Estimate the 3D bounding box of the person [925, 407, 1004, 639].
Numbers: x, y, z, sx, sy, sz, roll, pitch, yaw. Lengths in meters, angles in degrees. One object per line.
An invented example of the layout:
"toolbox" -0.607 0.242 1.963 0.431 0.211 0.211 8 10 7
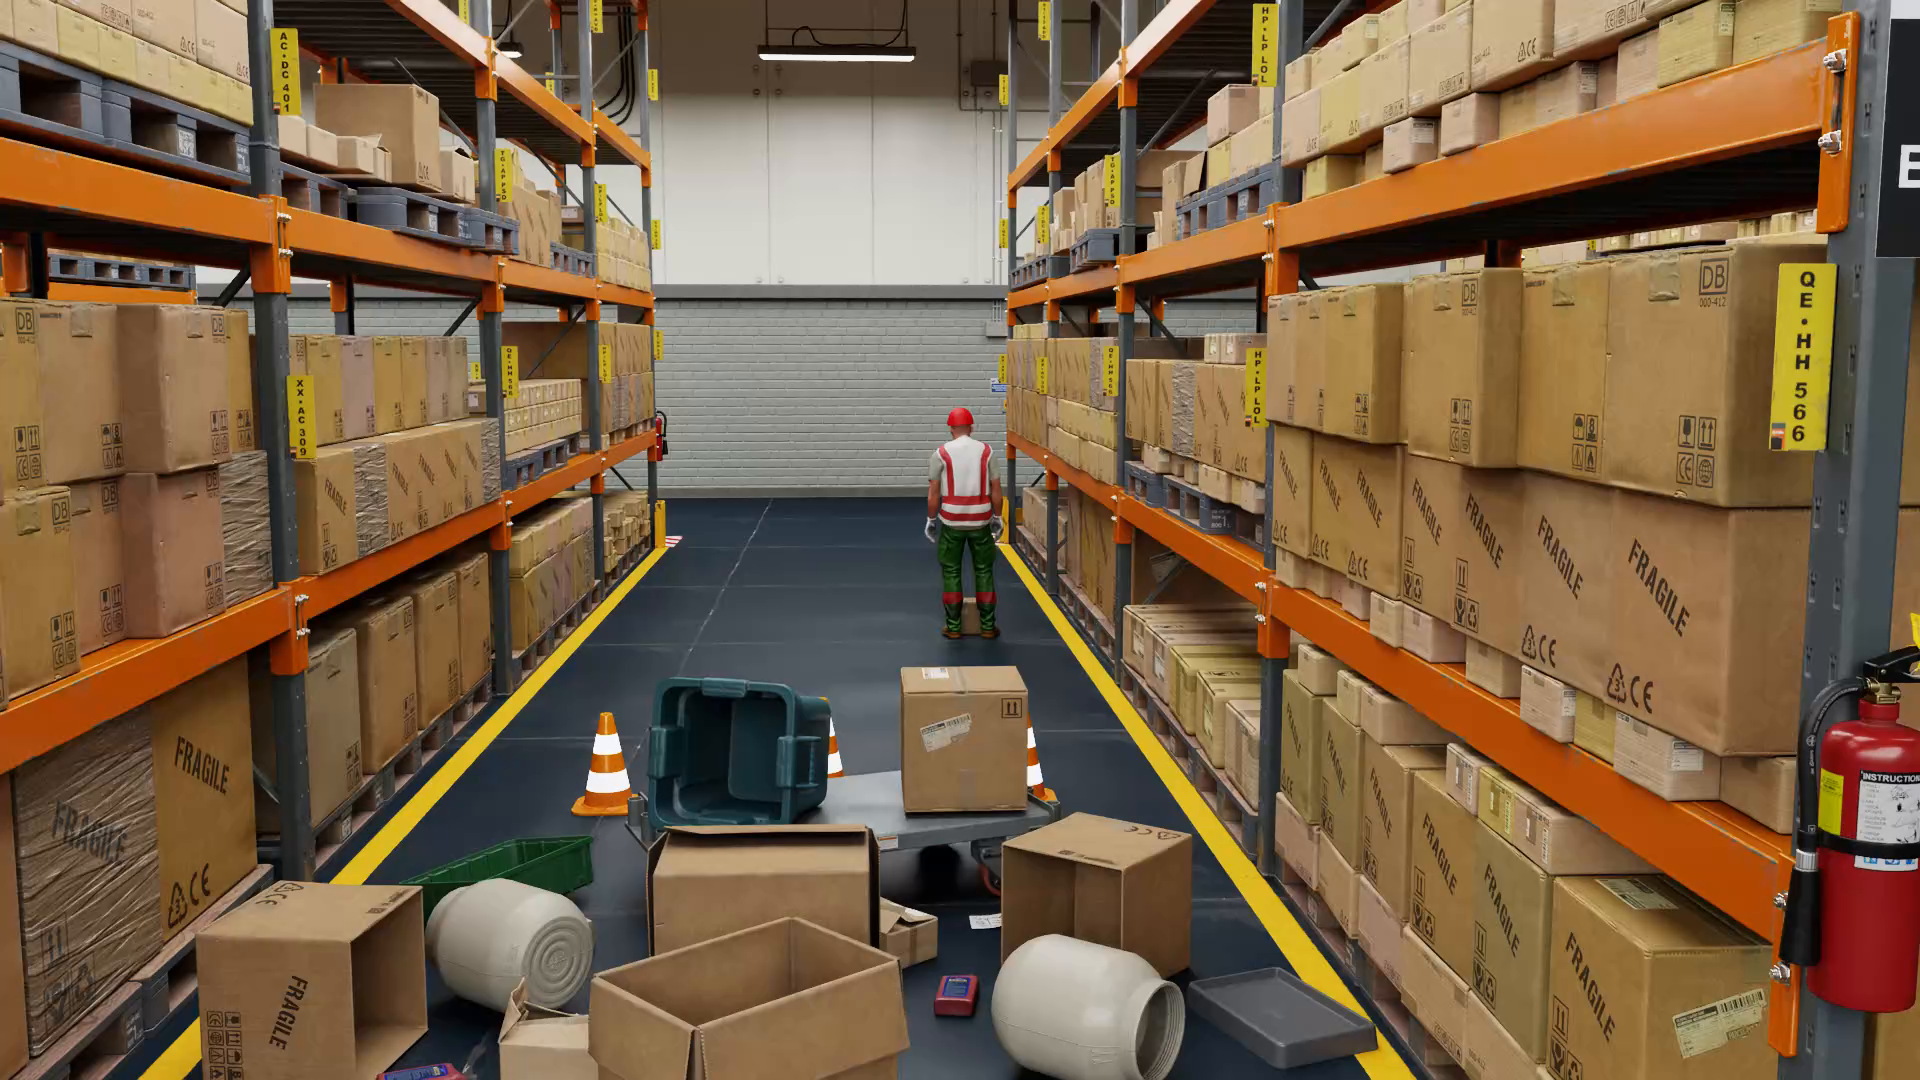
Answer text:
"person" 0.036 -0.134 12.804 0.617 1.778 0.453 -1 7 -7
